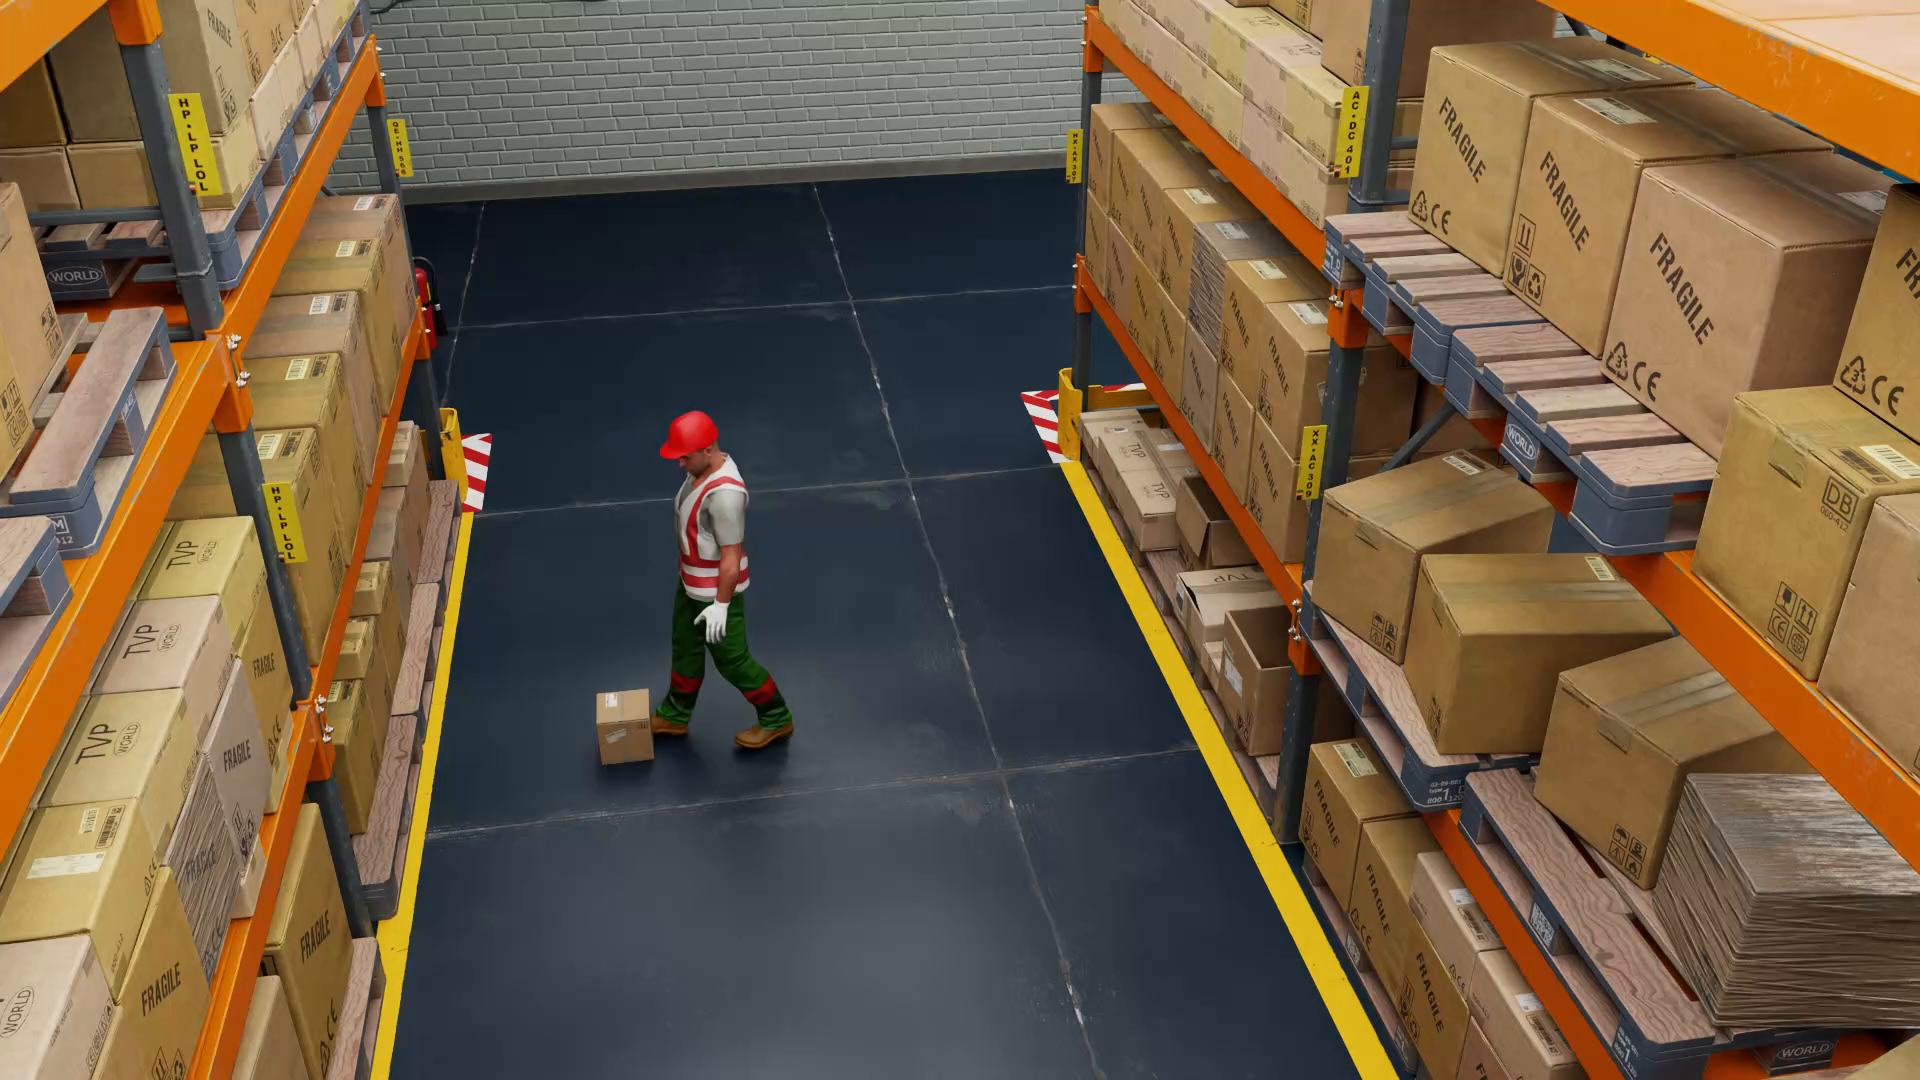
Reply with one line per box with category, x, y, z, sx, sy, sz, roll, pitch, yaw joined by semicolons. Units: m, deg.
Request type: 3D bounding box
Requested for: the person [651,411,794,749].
person;-1.217;0.220;7.732;0.779;1.766;0.603;-10;32;-16
